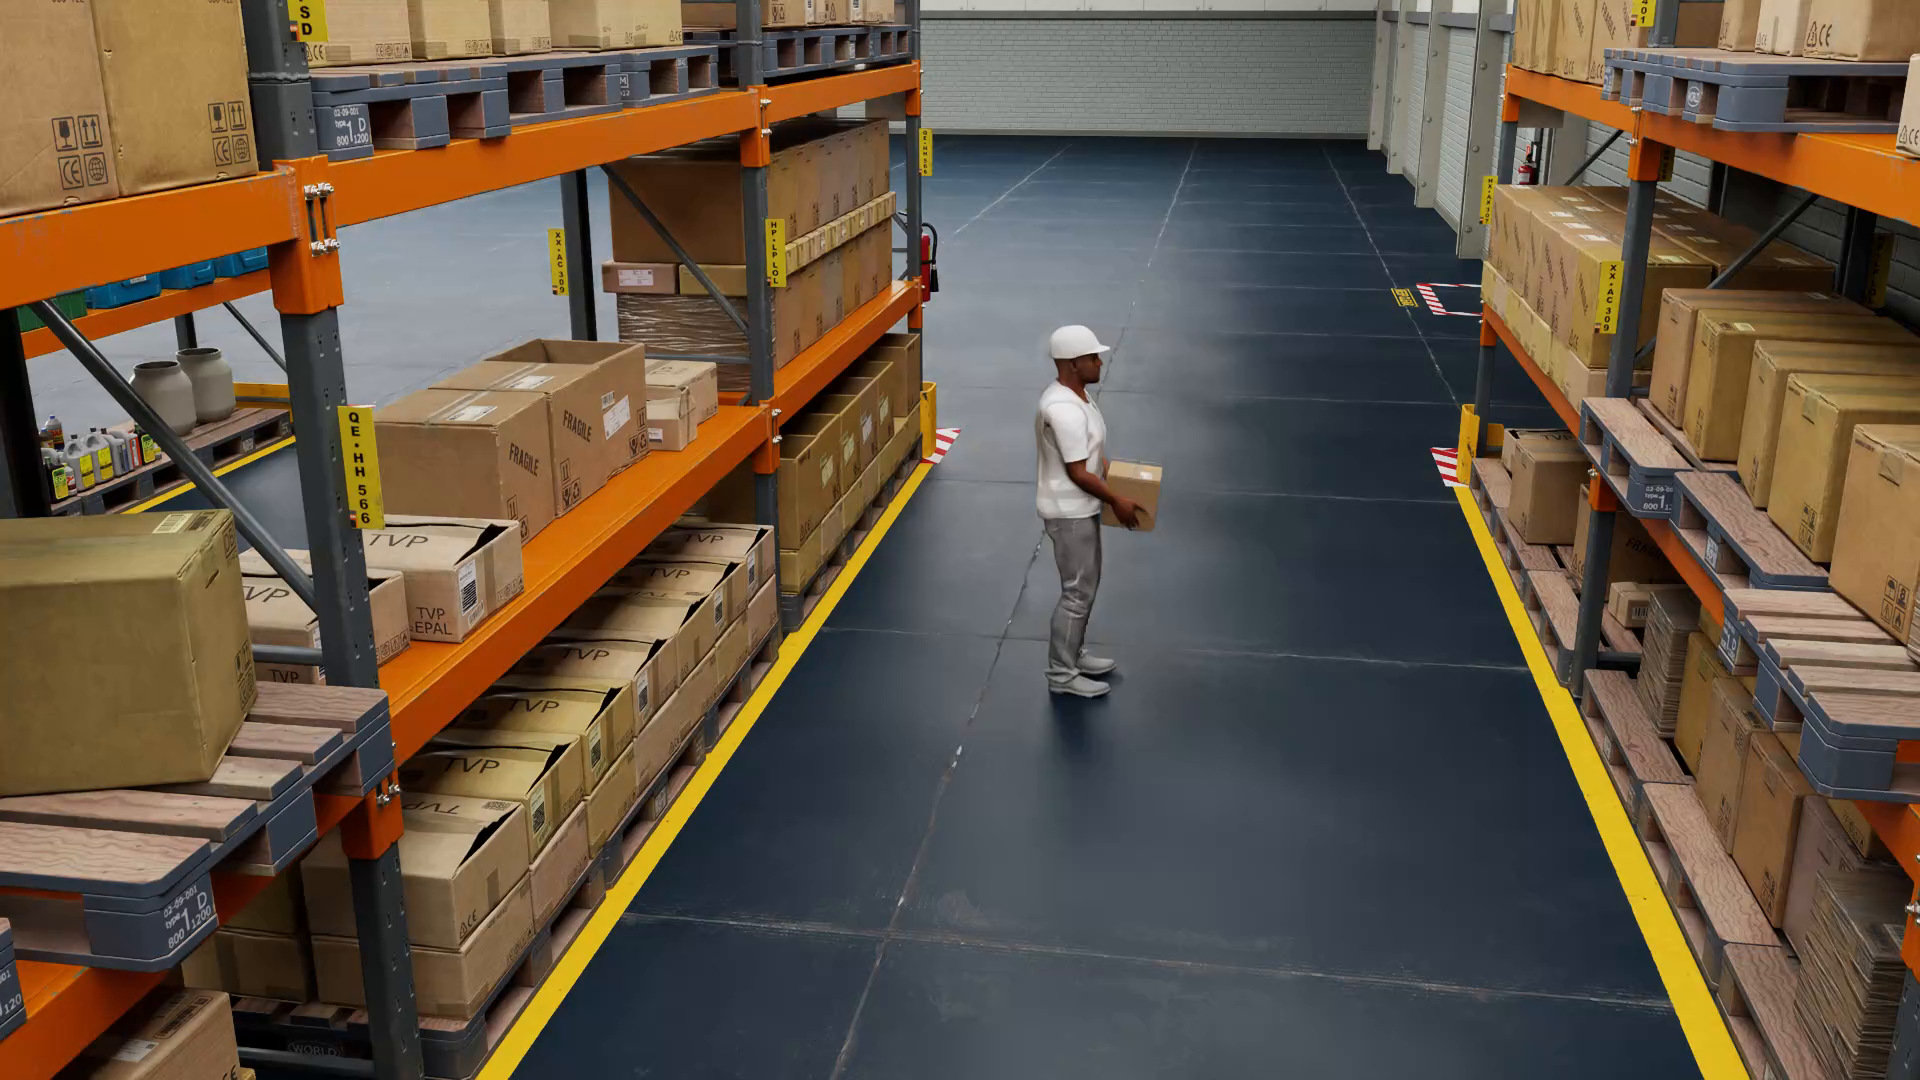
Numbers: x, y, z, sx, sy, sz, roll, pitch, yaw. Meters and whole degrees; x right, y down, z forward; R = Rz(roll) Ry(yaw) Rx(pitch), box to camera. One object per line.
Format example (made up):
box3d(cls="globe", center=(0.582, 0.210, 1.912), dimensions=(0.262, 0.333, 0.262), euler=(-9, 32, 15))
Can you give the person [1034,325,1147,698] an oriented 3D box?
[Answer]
box3d(cls="person", center=(0.628, -0.144, 7.960), dimensions=(0.541, 1.770, 0.548), euler=(3, 18, 8))
